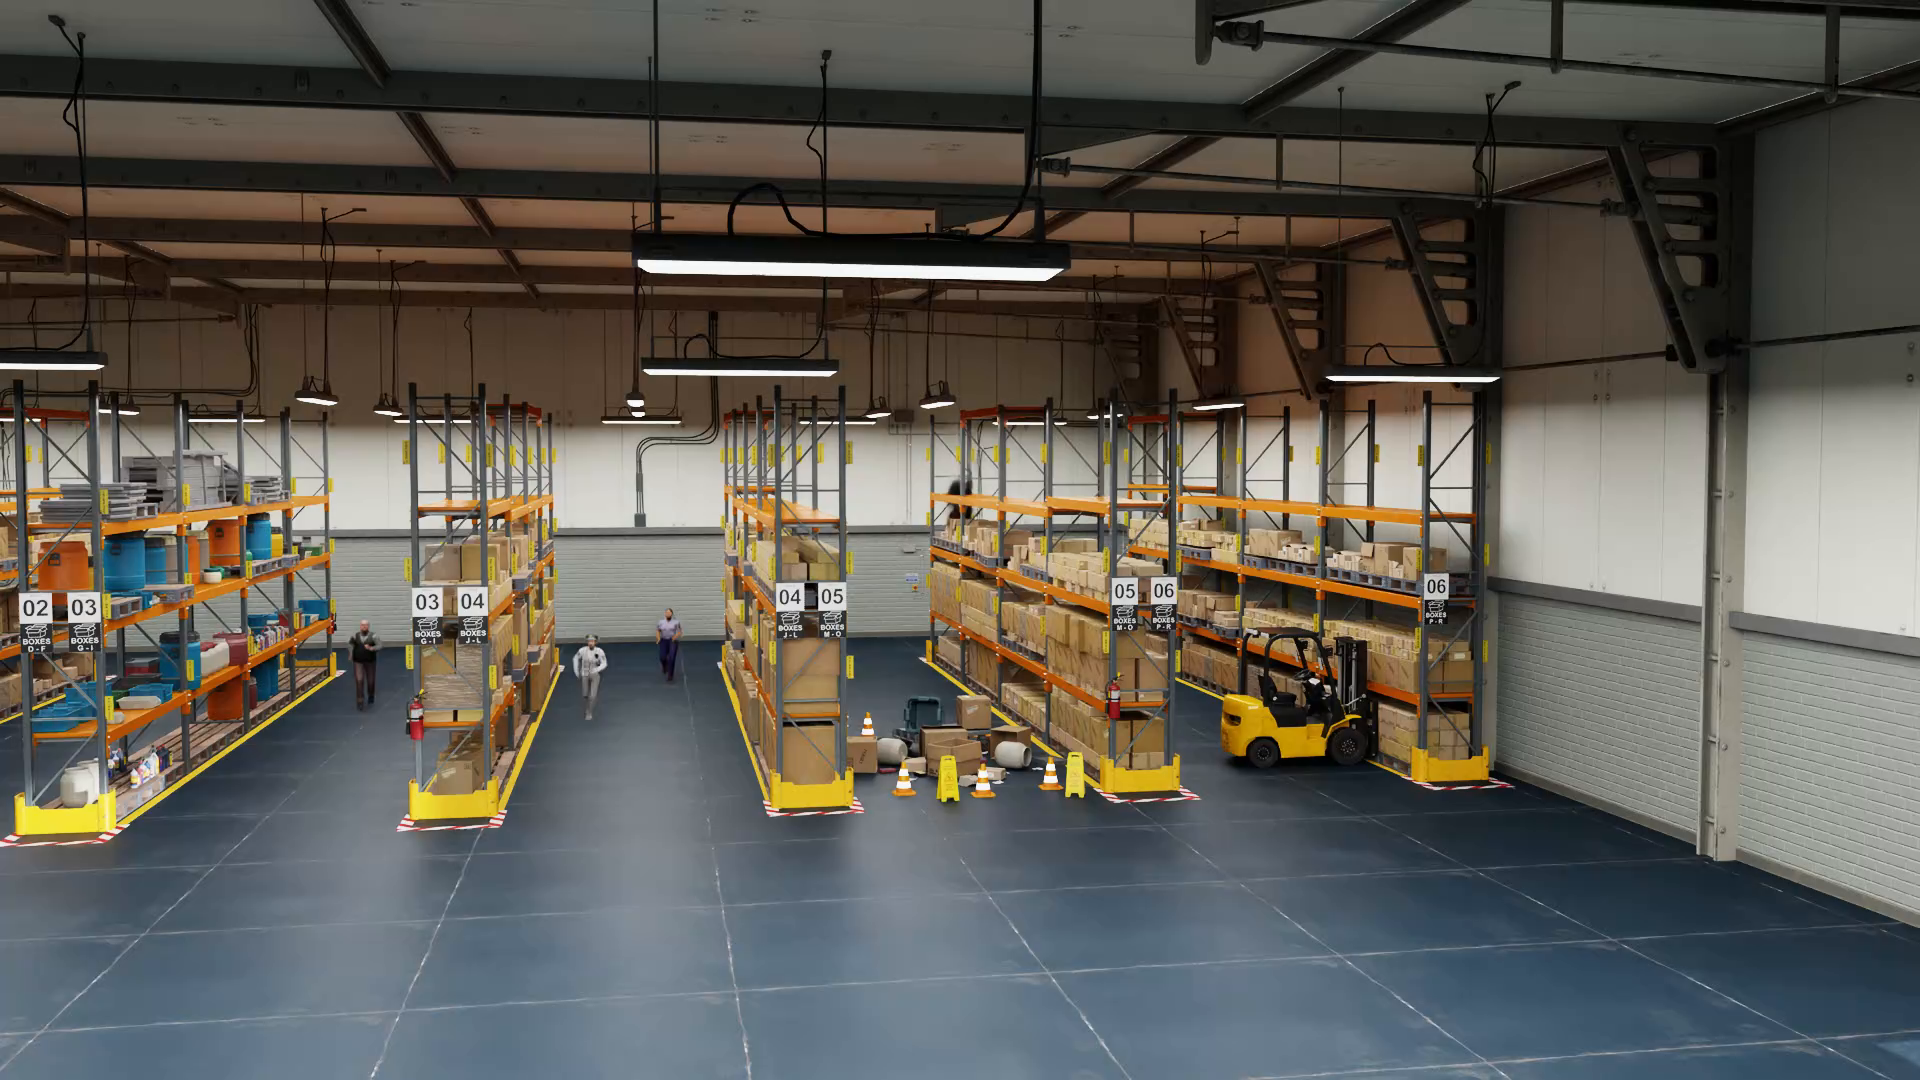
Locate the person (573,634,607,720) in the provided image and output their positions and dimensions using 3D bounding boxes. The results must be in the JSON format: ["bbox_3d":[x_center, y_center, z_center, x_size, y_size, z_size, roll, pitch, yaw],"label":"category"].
[{"bbox_3d":[-7.033,2.597,31.615,0.653,1.649,0.638,0,3,-4],"label":"person"}]

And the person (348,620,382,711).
[{"bbox_3d":[-11.783,2.448,32.925,0.650,1.728,0.940,-1,3,-17],"label":"person"}]

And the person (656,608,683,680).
[{"bbox_3d":[-6.508,2.338,37.184,0.608,1.591,0.545,0,3,-2],"label":"person"}]
